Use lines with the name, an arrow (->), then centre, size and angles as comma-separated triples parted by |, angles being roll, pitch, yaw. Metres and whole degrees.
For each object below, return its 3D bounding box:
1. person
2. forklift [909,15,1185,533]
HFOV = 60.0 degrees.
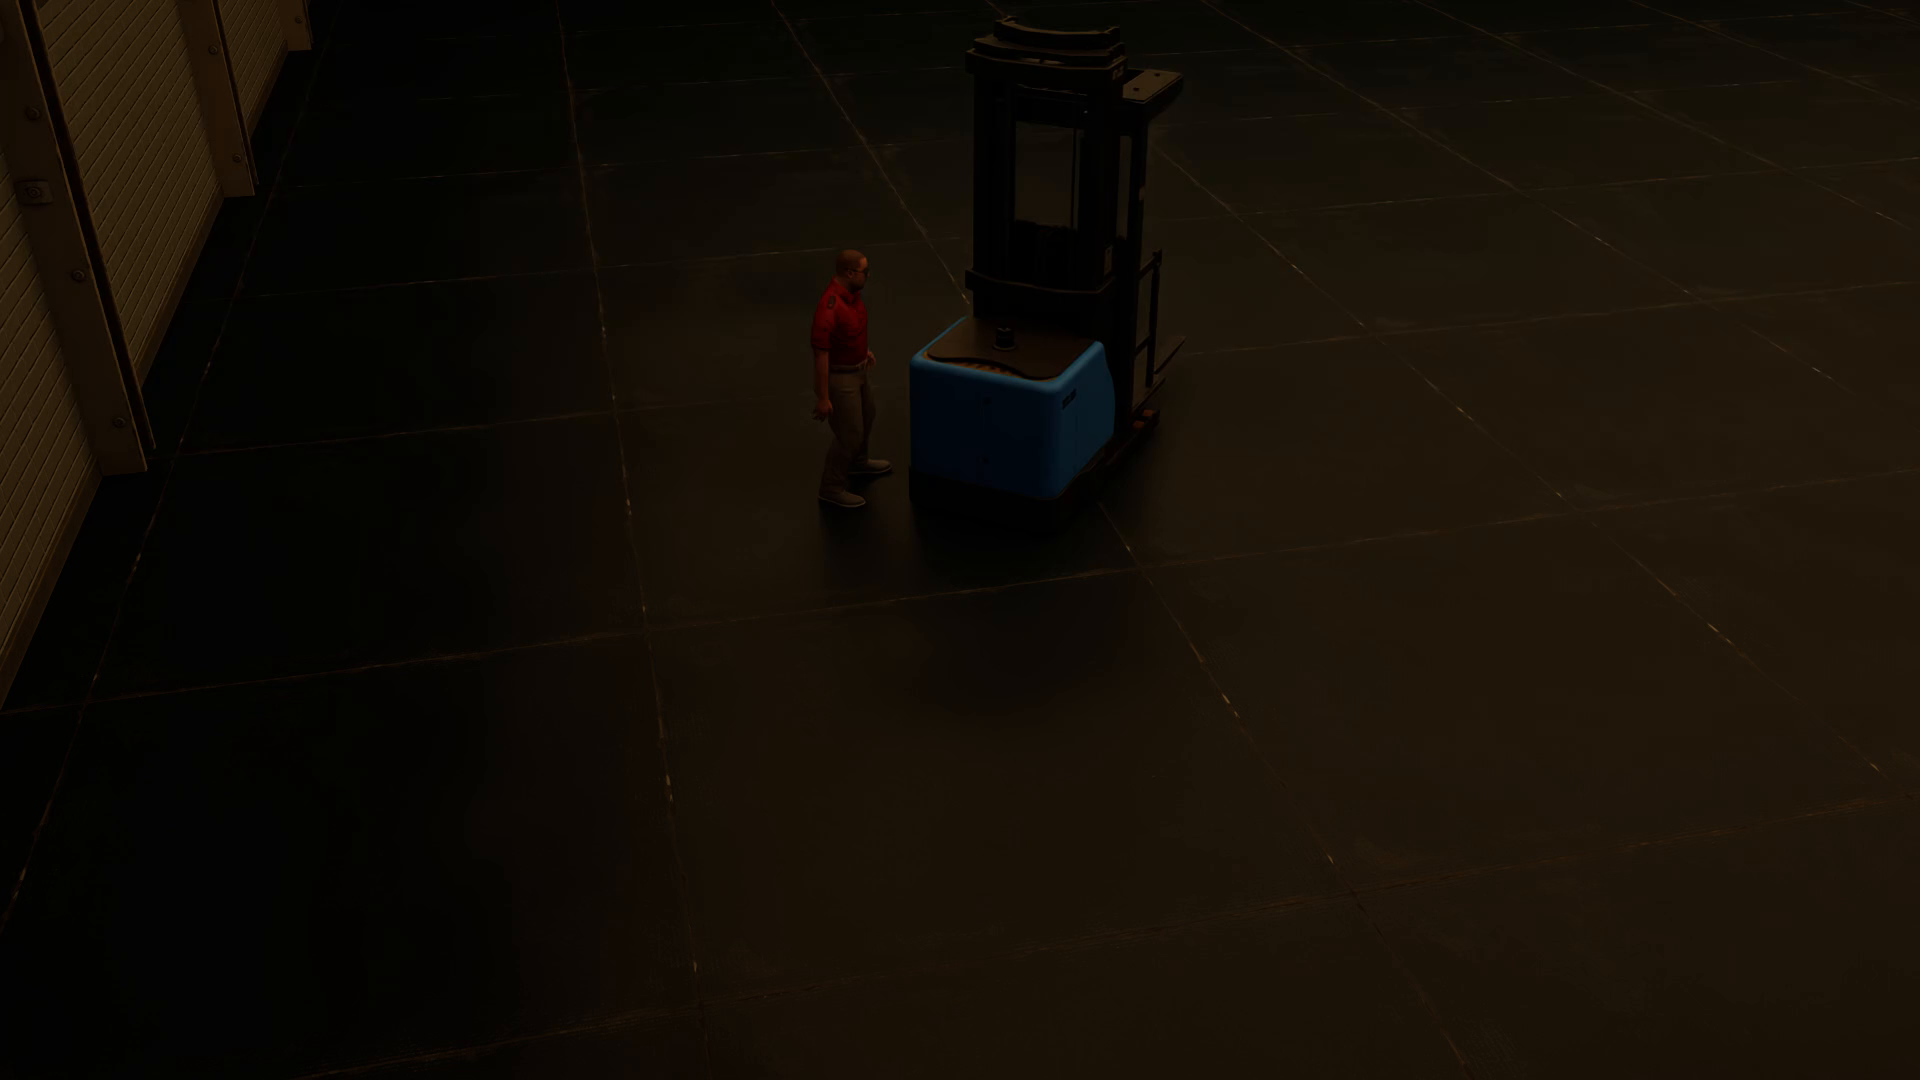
person -> -0.719, -1.049, 10.617 | 0.393, 1.703, 0.818 | 5, 30, 9
forklift -> 0.765, -2.026, 11.074 | 1.130, 2.935, 3.031 | 14, 33, 22
